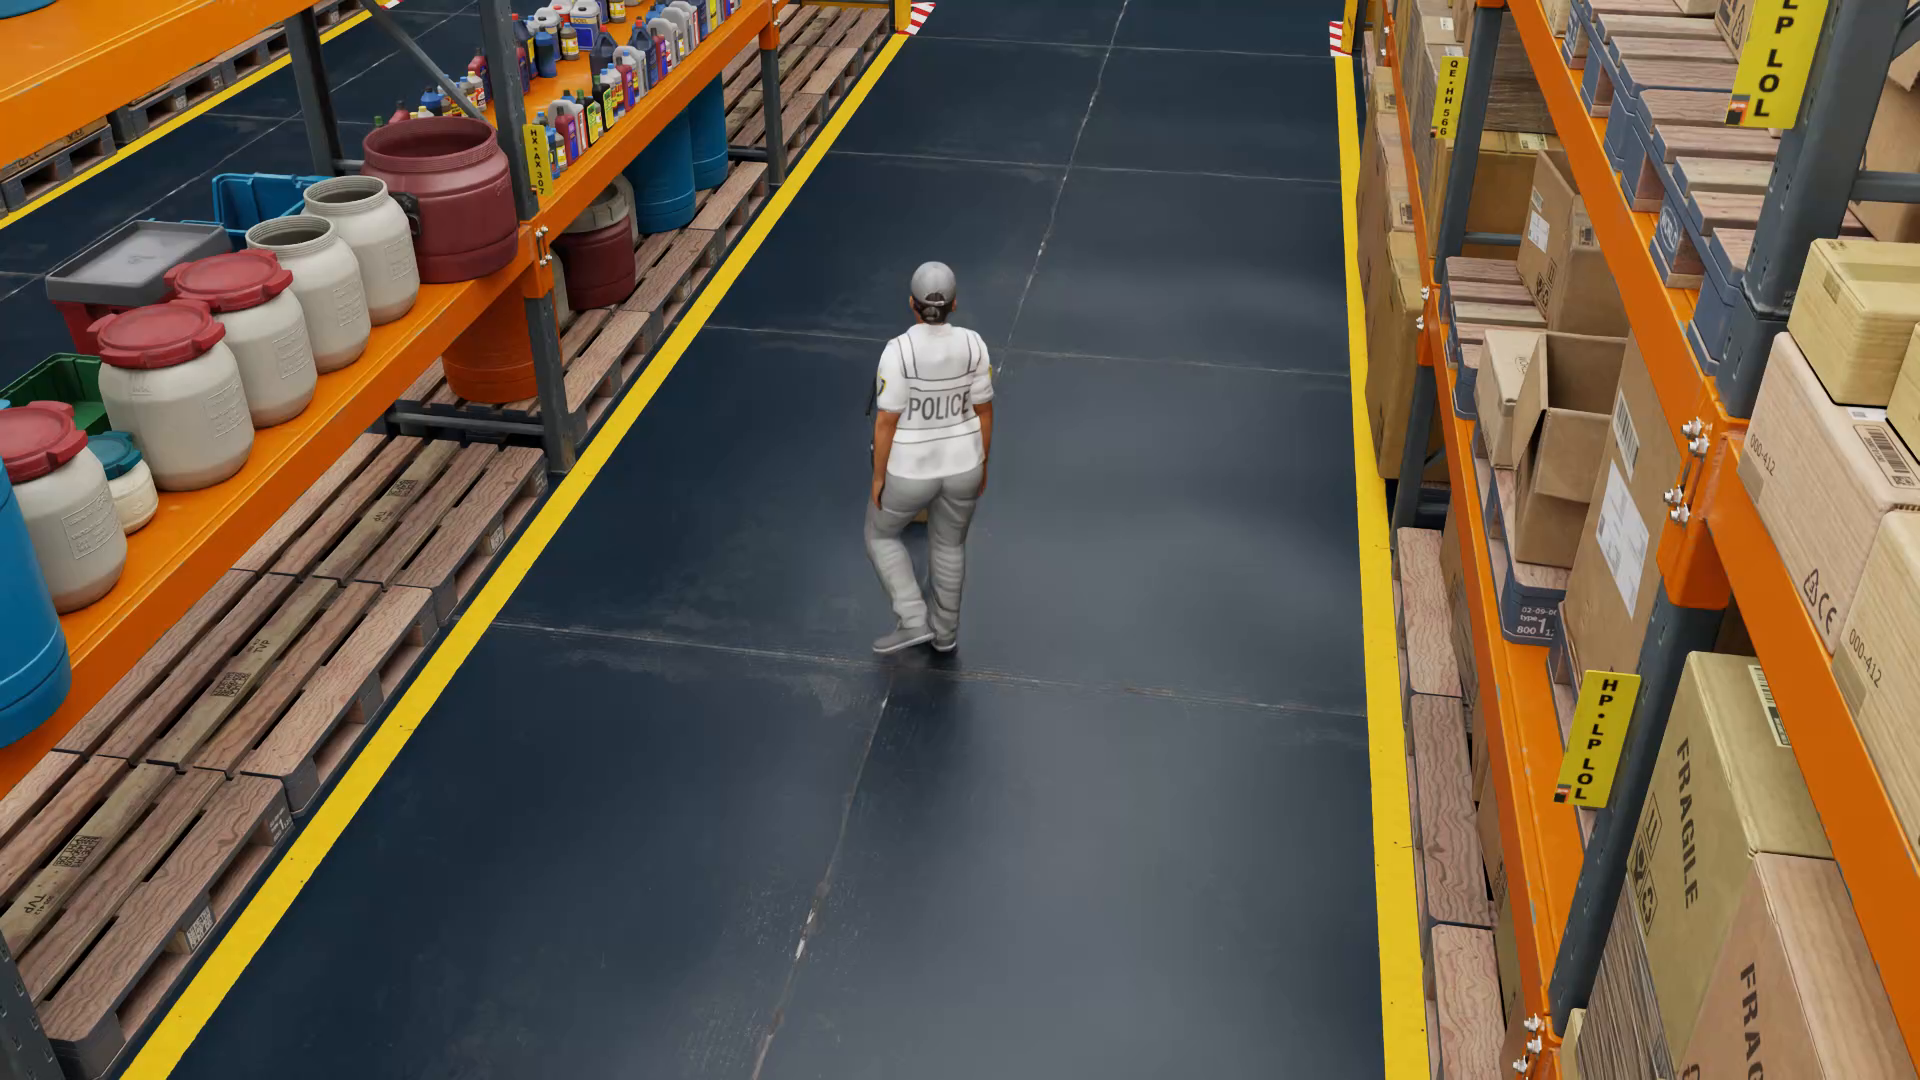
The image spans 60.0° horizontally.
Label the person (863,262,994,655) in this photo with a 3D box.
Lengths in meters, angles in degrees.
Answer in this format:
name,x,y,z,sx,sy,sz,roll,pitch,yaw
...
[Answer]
name,x,y,z,sx,sy,sz,roll,pitch,yaw
person,-0.130,-0.269,6.550,0.559,1.660,0.521,-13,35,-19
